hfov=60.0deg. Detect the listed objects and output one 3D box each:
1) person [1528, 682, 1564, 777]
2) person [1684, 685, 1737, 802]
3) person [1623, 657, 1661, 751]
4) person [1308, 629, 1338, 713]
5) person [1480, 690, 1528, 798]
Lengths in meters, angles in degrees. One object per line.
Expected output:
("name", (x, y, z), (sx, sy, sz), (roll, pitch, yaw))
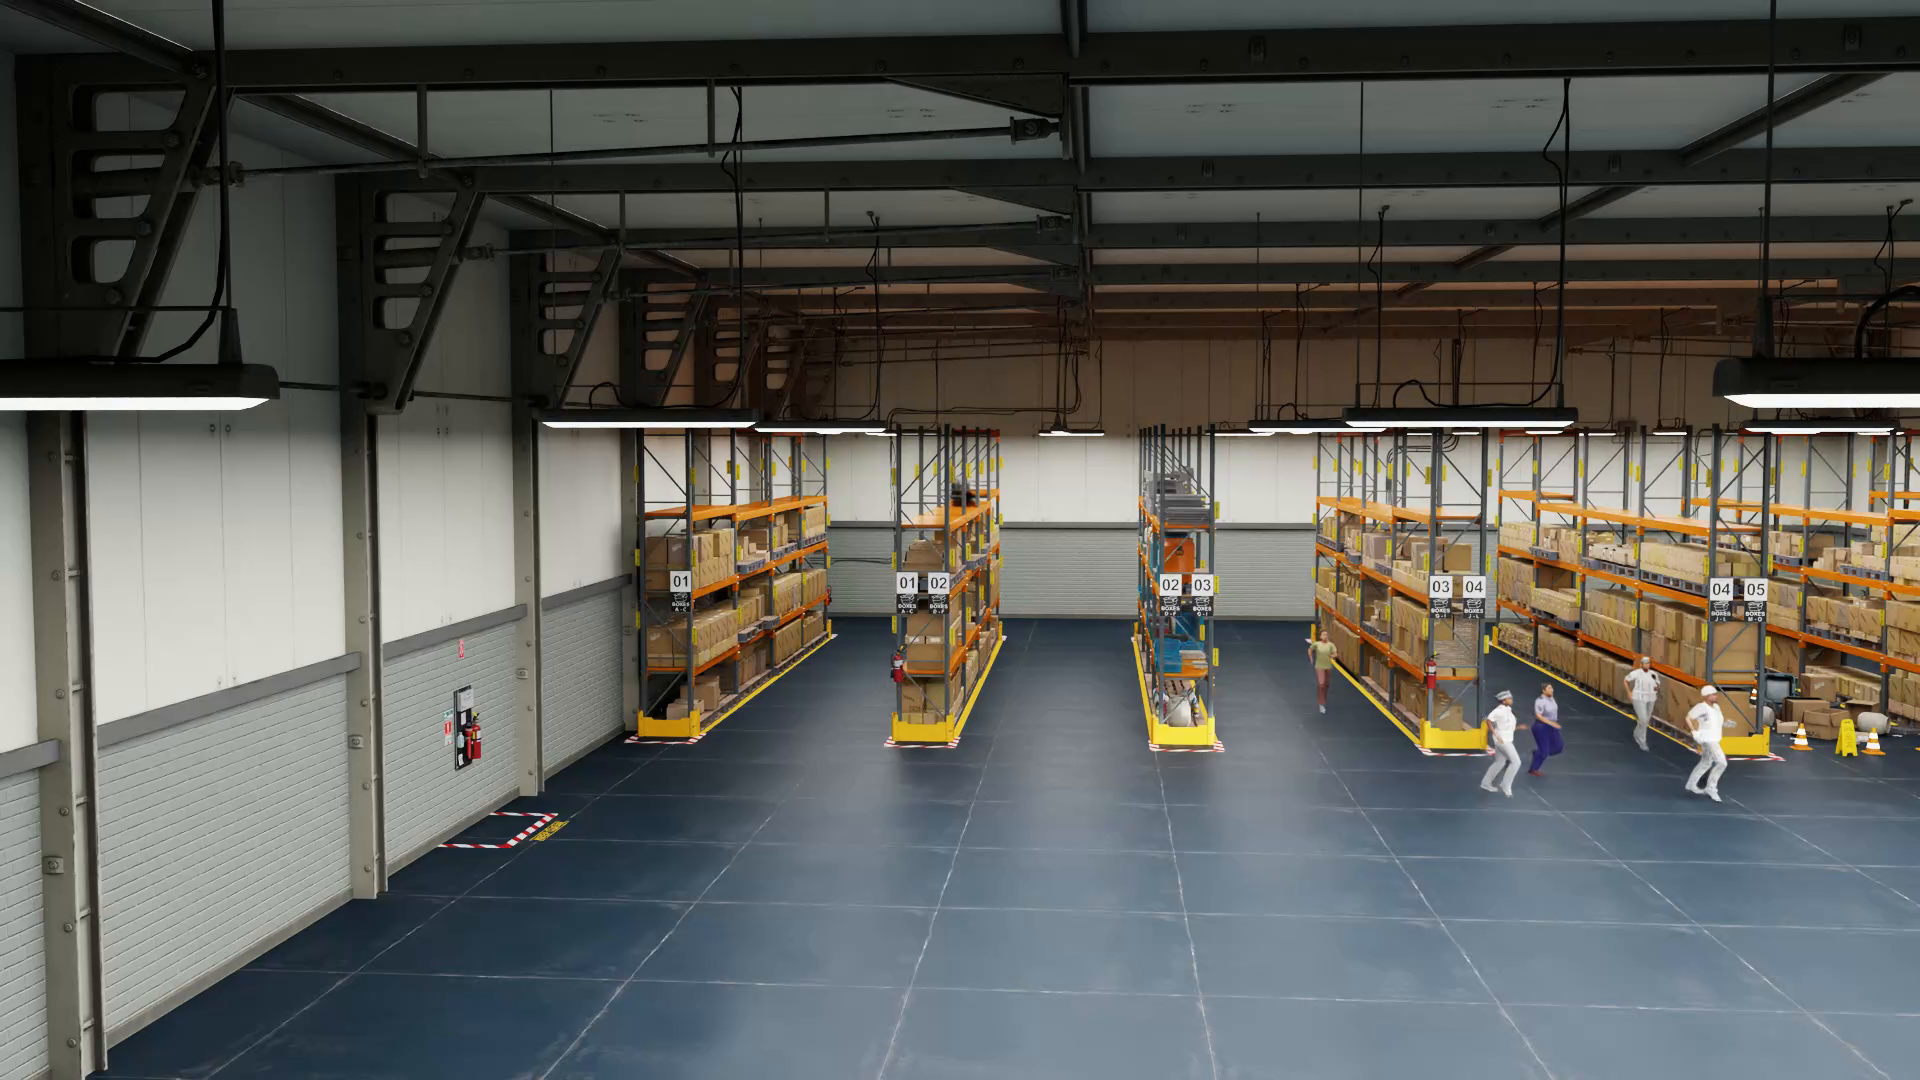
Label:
("person", (9.966, 3.222, 28.201), (0.635, 1.590, 0.606), (-3, 5, -41))
("person", (11.915, 3.226, 26.399), (0.742, 1.832, 0.659), (3, 5, 41))
("person", (12.677, 3.020, 30.849), (0.581, 1.728, 0.770), (-1, 4, -10))
("person", (7.671, 2.739, 35.092), (0.552, 1.715, 0.830), (0, 3, -2))
("person", (8.733, 3.264, 26.691), (0.727, 1.739, 0.551), (2, 4, 26))
